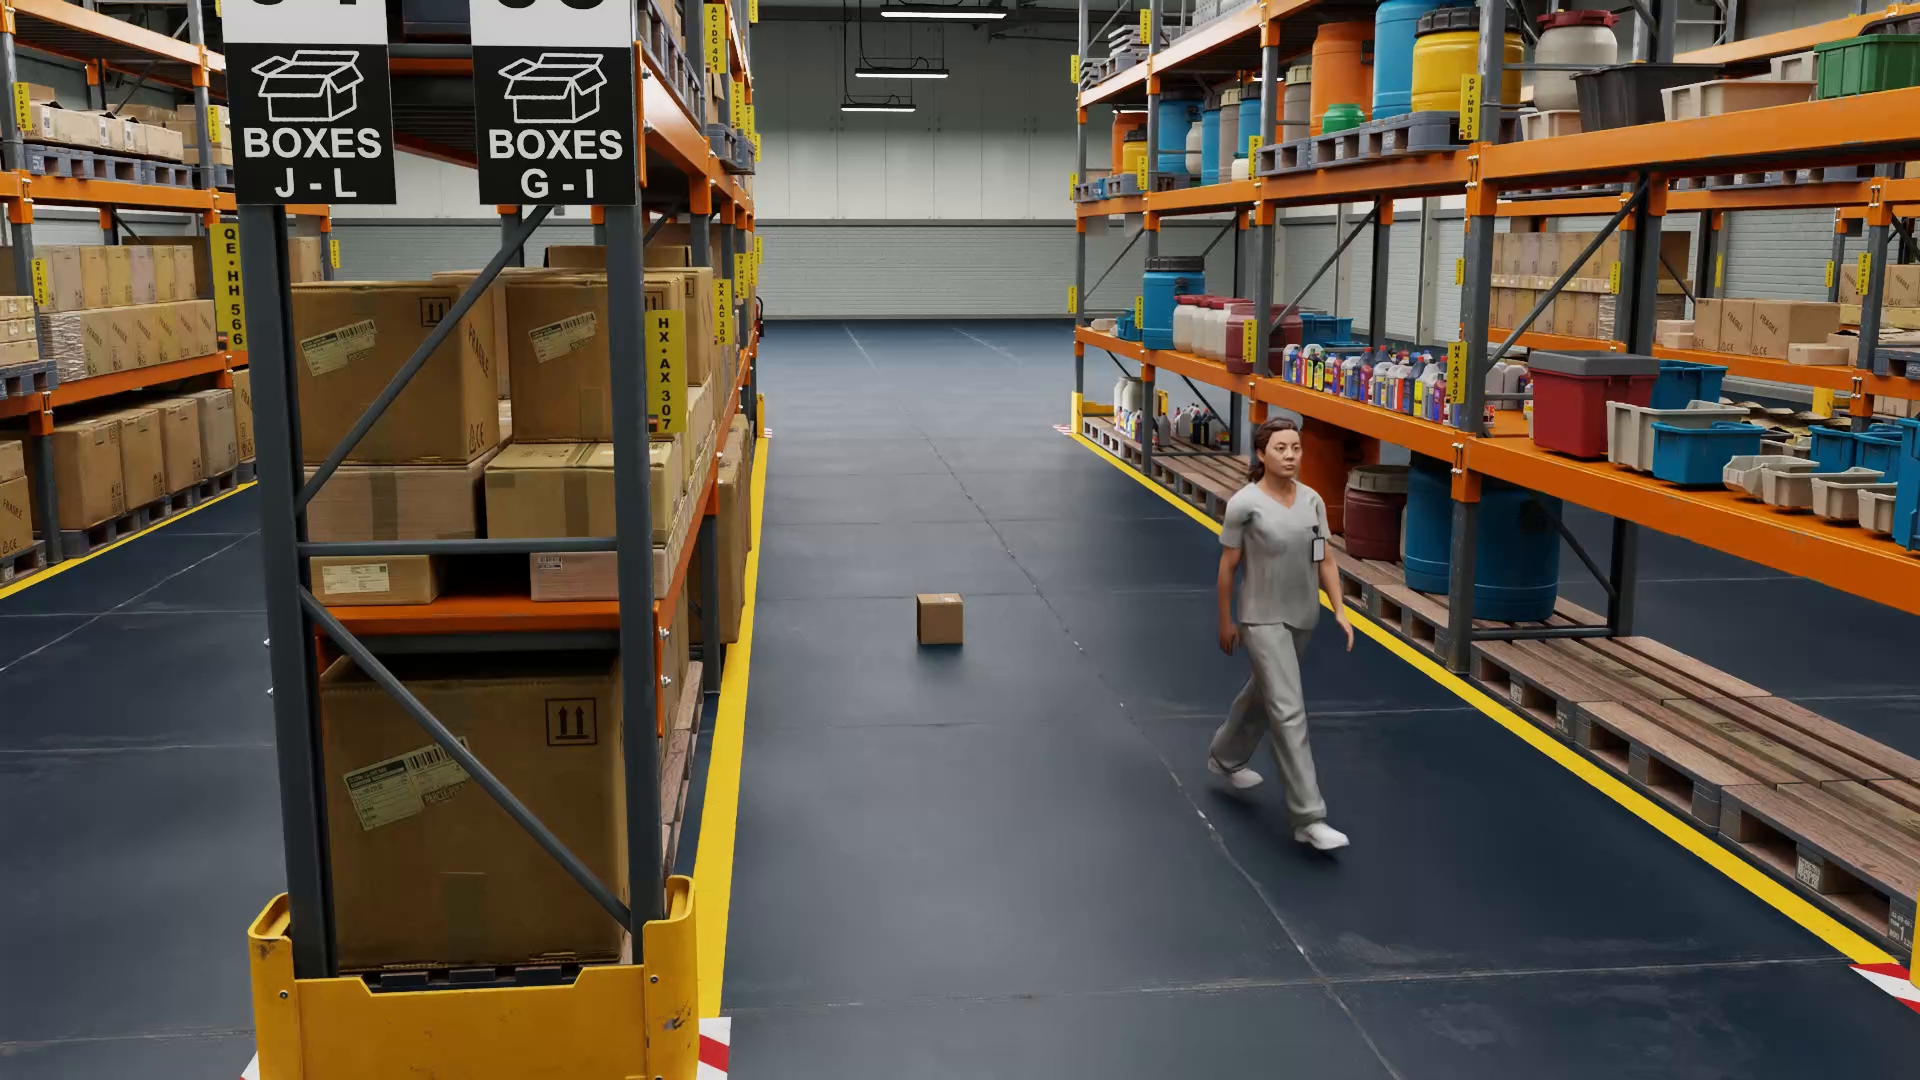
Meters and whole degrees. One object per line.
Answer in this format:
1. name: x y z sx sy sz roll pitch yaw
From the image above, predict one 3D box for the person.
1. person: 1.288 0.323 6.579 0.451 1.607 1.048 -5 11 -26
